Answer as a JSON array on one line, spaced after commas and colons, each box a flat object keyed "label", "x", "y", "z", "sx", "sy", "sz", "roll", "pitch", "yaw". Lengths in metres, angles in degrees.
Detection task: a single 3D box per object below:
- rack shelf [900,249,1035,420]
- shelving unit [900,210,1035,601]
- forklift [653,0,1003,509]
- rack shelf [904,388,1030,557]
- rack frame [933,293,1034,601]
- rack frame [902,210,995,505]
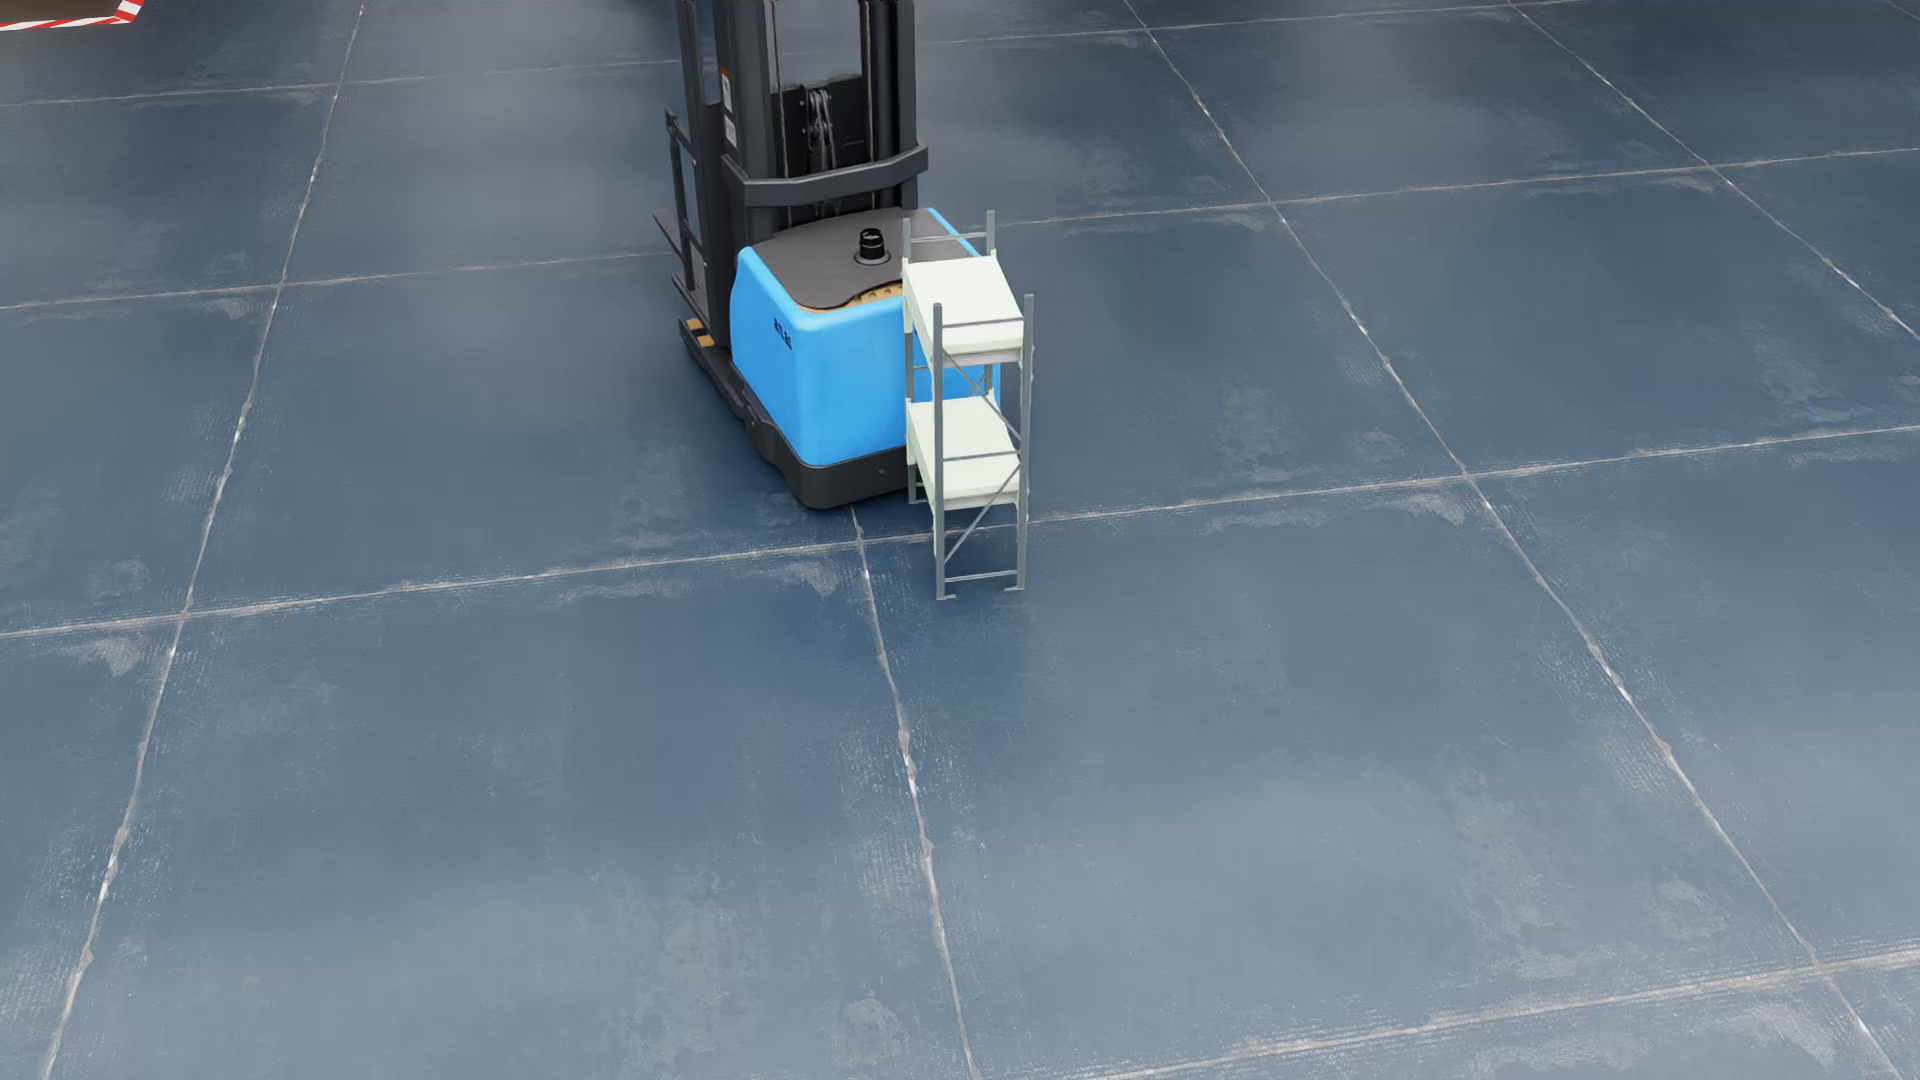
[{"label": "rack shelf", "x": 0.021, "y": -0.879, "z": 7.022, "sx": 0.431, "sy": 0.370, "sz": 0.720, "roll": -7, "pitch": 38, "yaw": -9}, {"label": "shelving unit", "x": 0.021, "y": -0.571, "z": 7.262, "sx": 0.431, "sy": 1.500, "sz": 0.755, "roll": -7, "pitch": 38, "yaw": -9}, {"label": "forklift", "x": -0.880, "y": -2.200, "z": 8.193, "sx": 1.130, "sy": 2.935, "sz": 3.031, "roll": -16, "pitch": 41, "yaw": -20}, {"label": "rack shelf", "x": 0.021, "y": -0.313, "z": 7.462, "sx": 0.431, "sy": 0.370, "sz": 0.720, "roll": -7, "pitch": 38, "yaw": -9}, {"label": "rack frame", "x": 0.092, "y": -0.350, "z": 6.978, "sx": 0.400, "sy": 1.500, "sz": 0.023, "roll": -7, "pitch": 38, "yaw": -9}, {"label": "rack frame", "x": -0.049, "y": -0.791, "z": 7.545, "sx": 0.400, "sy": 1.500, "sz": 0.023, "roll": -7, "pitch": 38, "yaw": -9}]
